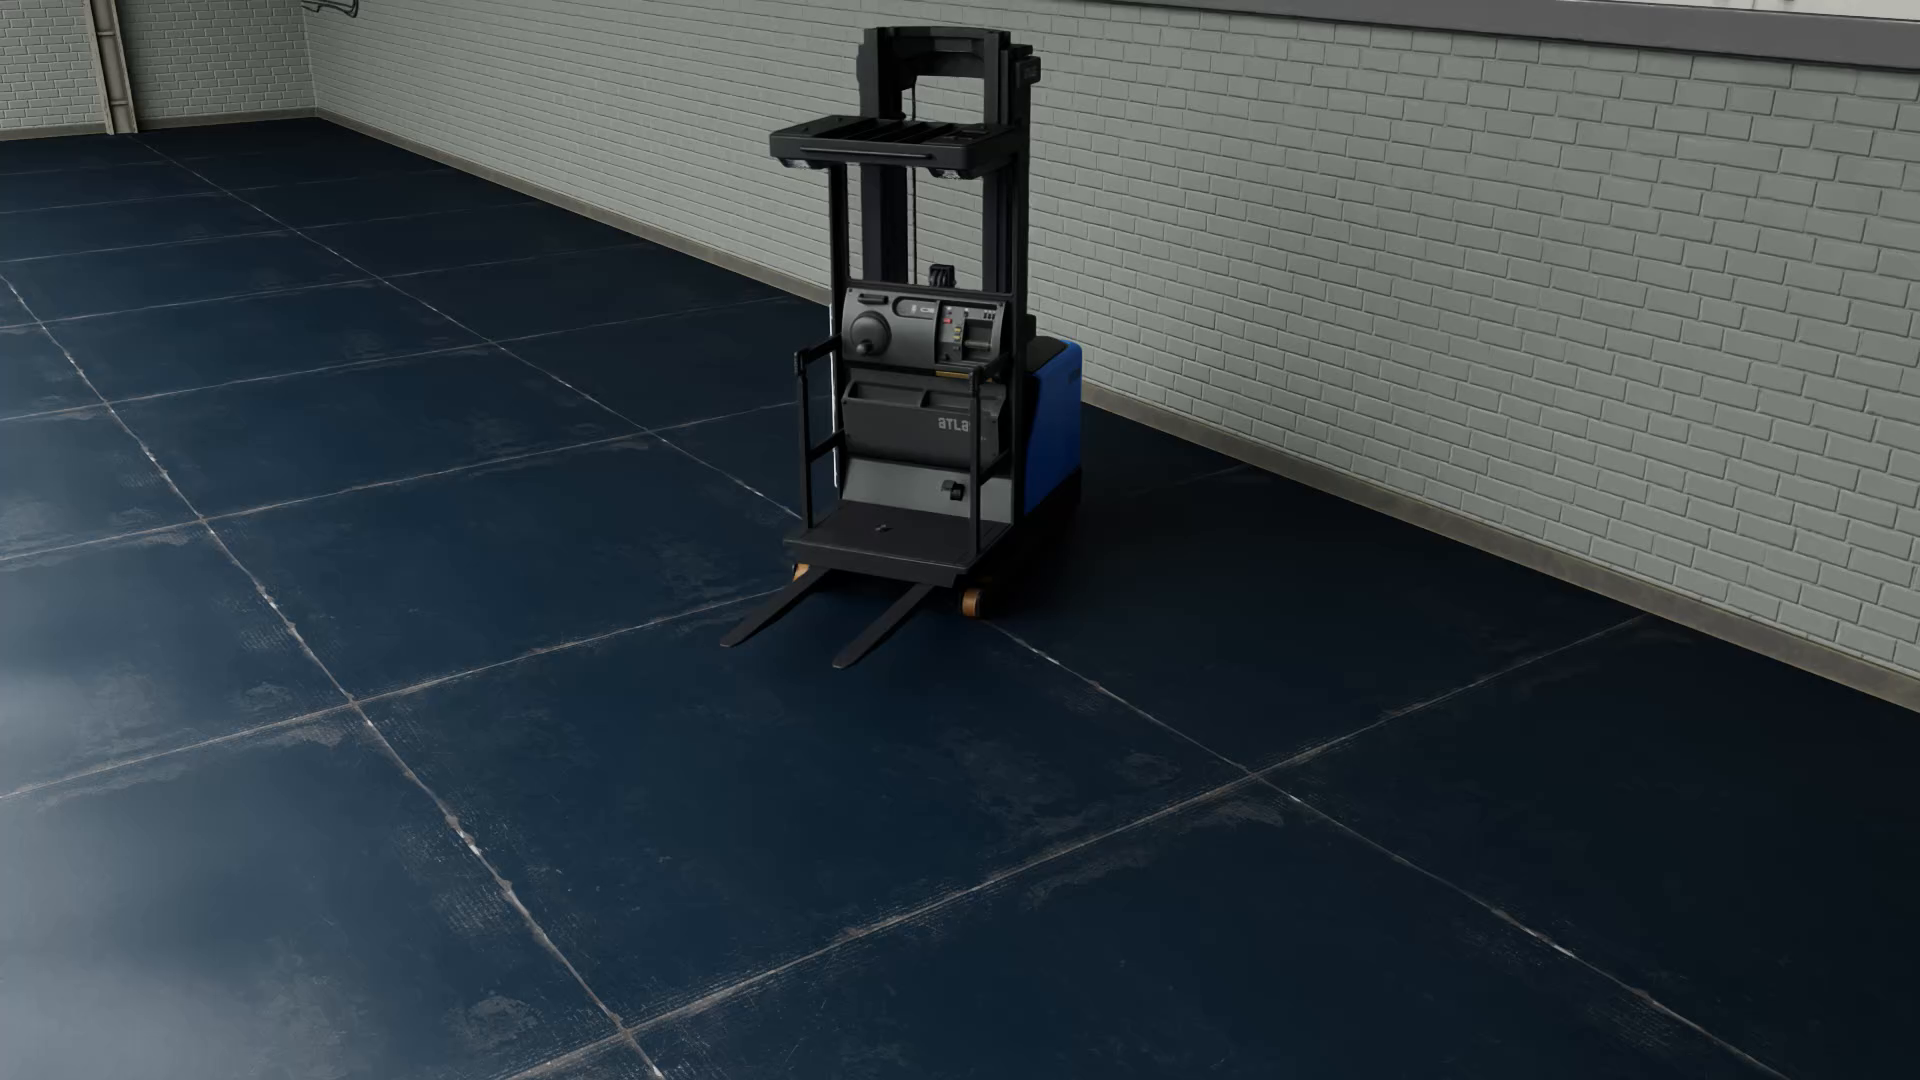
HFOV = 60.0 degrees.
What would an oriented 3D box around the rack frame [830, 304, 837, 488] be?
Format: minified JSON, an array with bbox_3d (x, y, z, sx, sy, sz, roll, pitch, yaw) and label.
[{"bbox_3d":[-0.753,-0.867,10.451,0.015,1.200,0.240,-10,24,-23],"label":"rack frame"}]

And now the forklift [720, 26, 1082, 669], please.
[{"bbox_3d":[-0.278,-1.120,8.748,1.130,2.935,3.031,9,23,21],"label":"forklift"}]

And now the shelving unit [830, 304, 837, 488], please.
[{"bbox_3d":[-0.532,-0.906,10.548,0.503,1.200,0.258,-10,24,-23],"label":"shelving unit"}]

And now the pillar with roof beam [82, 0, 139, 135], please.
[{"bbox_3d":[-10.399,-9.167,20.728,0.400,9.000,9.100,-15,26,-33],"label":"pillar with roof beam"}]

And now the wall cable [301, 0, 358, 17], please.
[{"bbox_3d":[-9.750,-9.260,25.150,0.112,2.526,3.097,-15,26,-33],"label":"wall cable"}]
